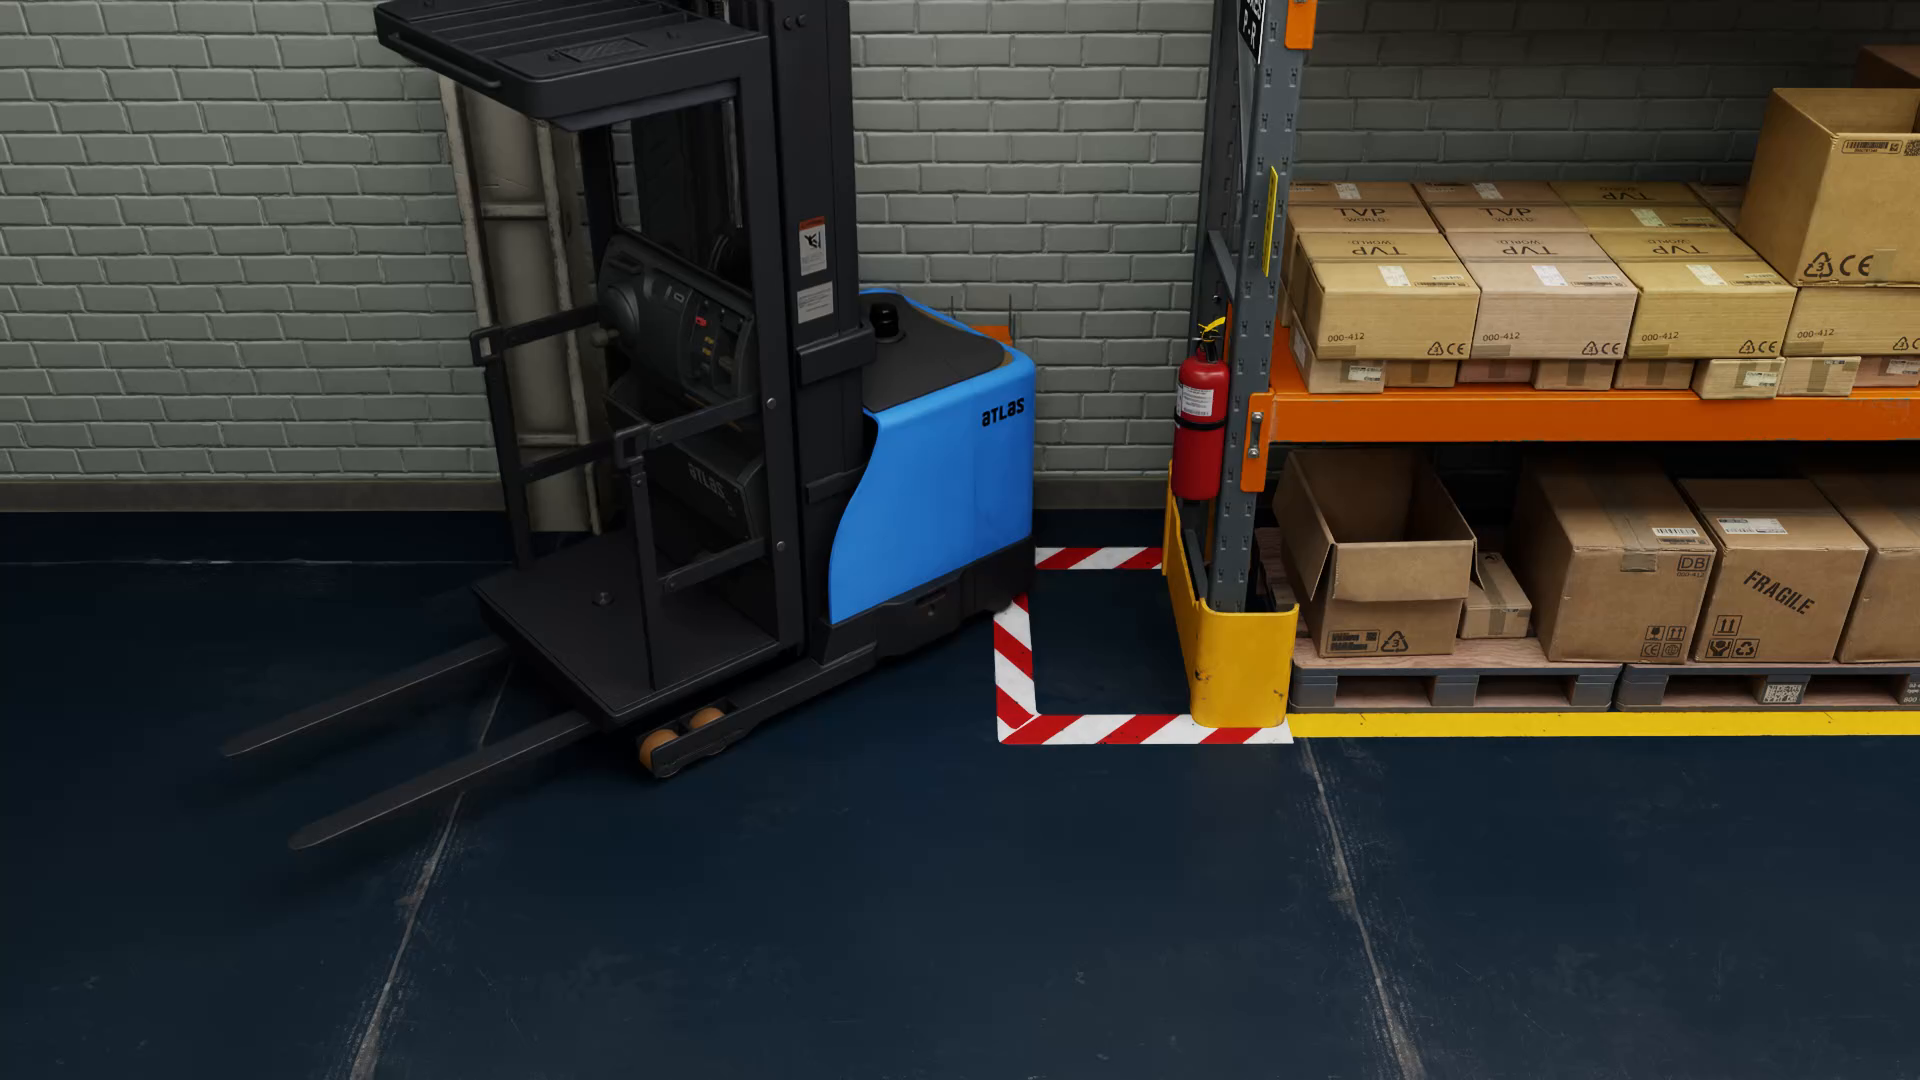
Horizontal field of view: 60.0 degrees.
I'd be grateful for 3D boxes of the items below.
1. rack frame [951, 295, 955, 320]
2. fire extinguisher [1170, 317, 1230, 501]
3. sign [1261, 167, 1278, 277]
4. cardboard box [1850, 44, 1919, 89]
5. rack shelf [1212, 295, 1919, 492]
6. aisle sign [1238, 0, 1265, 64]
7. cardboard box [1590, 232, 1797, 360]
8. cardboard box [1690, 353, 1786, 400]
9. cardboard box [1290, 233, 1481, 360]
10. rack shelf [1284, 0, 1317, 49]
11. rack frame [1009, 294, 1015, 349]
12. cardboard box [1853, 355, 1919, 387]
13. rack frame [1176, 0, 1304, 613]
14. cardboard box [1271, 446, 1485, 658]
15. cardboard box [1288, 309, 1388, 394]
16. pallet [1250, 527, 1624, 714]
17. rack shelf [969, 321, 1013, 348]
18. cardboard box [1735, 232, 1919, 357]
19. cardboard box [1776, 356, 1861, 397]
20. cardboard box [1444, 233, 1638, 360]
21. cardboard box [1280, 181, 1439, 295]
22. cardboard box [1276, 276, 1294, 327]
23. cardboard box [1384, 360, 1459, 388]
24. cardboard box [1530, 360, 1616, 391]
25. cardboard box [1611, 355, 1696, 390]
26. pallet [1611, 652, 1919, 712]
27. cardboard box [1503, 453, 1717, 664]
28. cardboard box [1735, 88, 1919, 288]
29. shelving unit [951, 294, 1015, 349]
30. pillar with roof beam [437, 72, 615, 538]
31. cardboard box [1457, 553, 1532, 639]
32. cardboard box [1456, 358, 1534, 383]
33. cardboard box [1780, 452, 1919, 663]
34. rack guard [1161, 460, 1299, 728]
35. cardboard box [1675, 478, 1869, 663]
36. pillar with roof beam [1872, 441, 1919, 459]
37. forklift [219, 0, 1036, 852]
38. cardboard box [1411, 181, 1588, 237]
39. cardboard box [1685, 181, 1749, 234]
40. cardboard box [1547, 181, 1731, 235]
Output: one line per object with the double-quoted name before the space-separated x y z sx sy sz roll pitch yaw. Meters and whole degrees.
"rack frame" -0.029 -0.514 7.086 0.008 1.050 0.200 -2 31 -3
"fire extinguisher" 0.809 -0.462 5.554 0.183 0.674 0.296 0 31 0
"sign" 0.957 -0.984 5.145 0.005 0.325 0.100 0 31 0
"cardboard box" 3.463 -1.424 5.841 0.500 0.500 0.500 -1 31 -2
"rack shelf" 2.953 -0.594 6.030 4.000 0.370 1.077 0 31 0
"aisle sign" 0.887 -1.854 4.908 0.004 0.787 0.394 0 31 0
"cardboard box" 2.420 -0.825 5.575 0.500 0.250 0.500 -1 31 -1
"cardboard box" 2.572 -0.625 5.630 0.250 0.149 0.380 -1 31 -2
"cardboard box" 1.409 -0.820 5.567 0.500 0.250 0.500 0 31 0
"rack shelf" 2.953 -1.876 5.252 4.000 0.370 1.077 0 31 0
"rack frame" 0.215 -0.521 7.097 0.008 1.050 0.200 -2 31 -3
"cardboard box" 3.093 -0.672 5.709 0.250 0.149 0.380 0 31 0
"rack frame" 0.953 -0.895 5.833 0.127 3.000 1.000 0 31 0
"cardboard box" 1.566 0.040 6.294 0.637 0.503 0.797 -1 31 -2
"cardboard box" 1.284 -0.646 5.666 0.250 0.149 0.380 0 31 -1
"pallet" 1.827 0.294 6.562 1.213 0.211 1.003 0 31 0
"rack shelf" 0.093 -0.751 6.950 0.240 0.259 0.215 -2 31 -3
"cardboard box" 2.931 -0.837 5.596 0.500 0.250 0.500 -1 31 -2
"cardboard box" 2.835 -0.636 5.649 0.250 0.149 0.380 1 31 1
"cardboard box" 1.913 -0.821 5.570 0.500 0.250 0.500 0 31 0
"cardboard box" 1.412 -1.097 6.024 0.500 0.250 0.500 1 31 1
"cardboard box" 1.283 -0.928 6.130 0.250 0.149 0.380 -1 31 -1
"cardboard box" 1.538 -0.671 5.706 0.250 0.149 0.380 1 31 1
"cardboard box" 2.054 -0.659 5.686 0.250 0.149 0.380 1 31 1
"cardboard box" 2.319 -0.663 5.693 0.250 0.149 0.380 0 31 0
"pallet" 3.044 0.292 6.566 1.213 0.211 1.003 0 31 0
"cardboard box" 2.421 0.059 6.266 0.500 0.500 0.700 1 31 2
"cardboard box" 2.909 -1.145 5.381 0.500 0.500 0.500 1 31 1
"shelving unit" 0.093 -0.518 7.091 0.252 1.050 0.215 -2 31 -3
"pillar with roof beam" -1.722 -1.686 1.353 0.400 9.000 9.100 0 31 0
"cardboard box" 1.991 0.210 6.355 0.250 0.149 0.380 -1 31 -2
"cardboard box" 1.800 -0.690 5.738 0.250 0.149 0.380 -1 31 -1
"cardboard box" 3.459 0.056 6.271 0.500 0.500 0.700 -1 31 -2
"rack guard" 1.029 0.173 6.482 0.348 0.500 1.175 0 31 0
"cardboard box" 2.950 0.109 6.183 0.500 0.500 0.500 0 31 1
"pillar with roof beam" 4.278 -1.705 1.384 0.400 9.000 9.100 0 31 0
"forklift" -1.148 -0.725 5.620 3.031 2.935 1.130 -24 38 -33
"cardboard box" 1.927 -1.098 6.026 0.500 0.250 0.500 0 31 0
"cardboard box" 2.945 -1.099 6.027 0.500 0.250 0.500 0 31 0
"cardboard box" 2.423 -1.097 6.024 0.500 0.250 0.500 1 31 1
